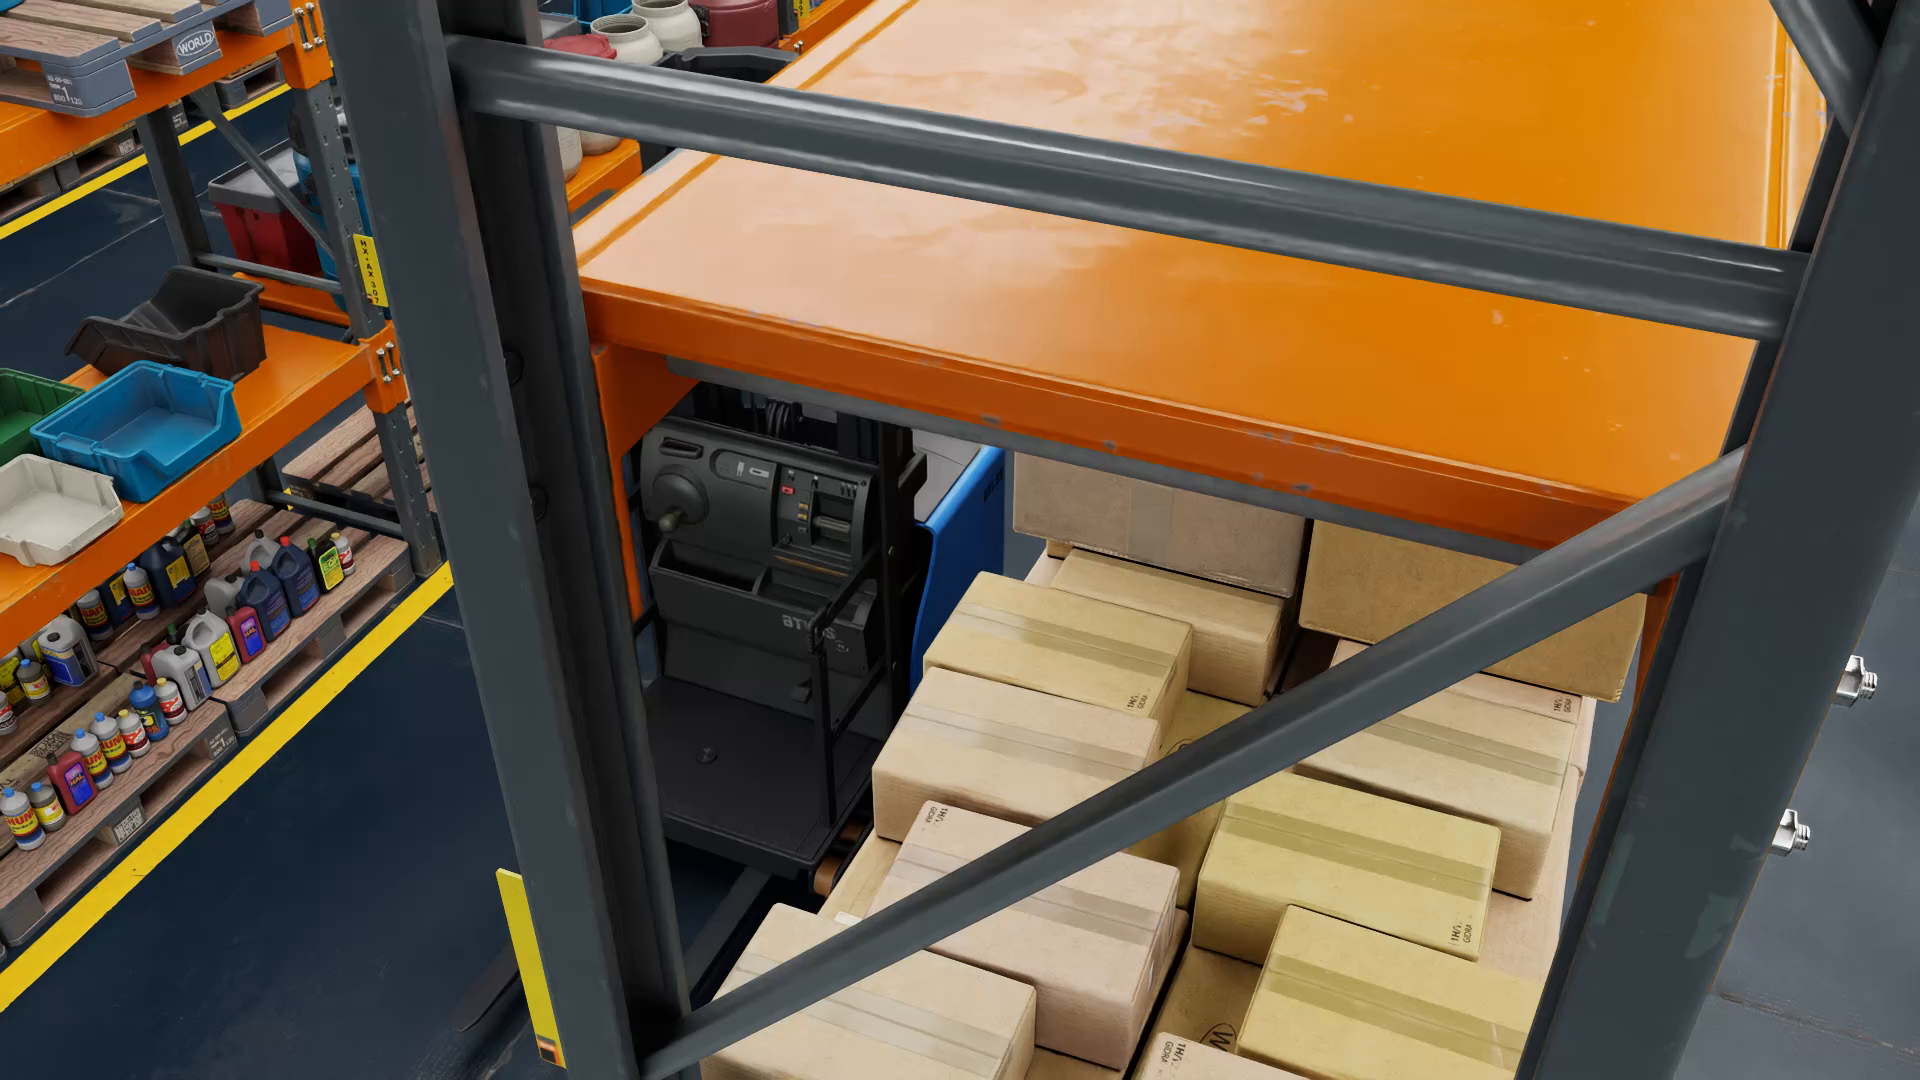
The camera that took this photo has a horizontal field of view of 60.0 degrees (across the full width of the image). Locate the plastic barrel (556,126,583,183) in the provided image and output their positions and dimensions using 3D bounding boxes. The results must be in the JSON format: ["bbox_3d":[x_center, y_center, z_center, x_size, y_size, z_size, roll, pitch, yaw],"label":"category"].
[{"bbox_3d":[-2.152,-2.100,8.440,0.433,0.535,0.433,0,37,0],"label":"plastic barrel"}]

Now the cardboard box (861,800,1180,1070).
[{"bbox_3d":[0.085,0.540,2.308,0.380,0.149,0.250,13,39,16],"label":"cardboard box"}]

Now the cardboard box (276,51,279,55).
[{"bbox_3d":[-5.424,-4.157,13.027,0.500,0.500,0.500,12,39,16],"label":"cardboard box"}]

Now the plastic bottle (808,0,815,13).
[{"bbox_3d":[-1.012,-3.490,10.517,0.152,0.276,0.135,14,39,18],"label":"plastic bottle"}]

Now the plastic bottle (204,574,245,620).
[{"bbox_3d":[-3.196,0.264,7.299,0.152,0.276,0.135,14,39,18],"label":"plastic bottle"}]

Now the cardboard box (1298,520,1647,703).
[{"bbox_3d":[0.875,-0.138,2.674,0.500,0.500,0.500,14,39,18],"label":"cardboard box"}]

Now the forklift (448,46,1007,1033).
[{"bbox_3d":[-0.838,-0.090,5.923,1.130,2.935,3.031,15,39,19],"label":"forklift"}]

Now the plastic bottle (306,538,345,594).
[{"bbox_3d":[-2.876,0.094,7.520,0.061,0.283,0.133,16,40,20],"label":"plastic bottle"}]

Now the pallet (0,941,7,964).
[{"bbox_3d":[-4.220,1.671,5.838,1.003,0.211,1.213,14,39,18],"label":"pallet"}]

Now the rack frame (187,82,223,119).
[{"bbox_3d":[-6.055,-4.504,11.771,1.000,3.000,0.127,14,39,18],"label":"rack frame"}]

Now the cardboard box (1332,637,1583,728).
[{"bbox_3d":[0.815,0.225,2.730,0.380,0.149,0.250,14,39,18],"label":"cardboard box"}]

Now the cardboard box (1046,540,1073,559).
[{"bbox_3d":[0.380,-0.061,3.113,0.380,0.149,0.250,12,38,15],"label":"cardboard box"}]

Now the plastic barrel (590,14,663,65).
[{"bbox_3d":[-1.830,-2.567,9.086,0.421,0.512,0.421,0,37,0],"label":"plastic barrel"}]

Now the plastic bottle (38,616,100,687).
[{"bbox_3d":[-3.776,0.468,7.026,0.152,0.276,0.135,14,39,18],"label":"plastic bottle"}]

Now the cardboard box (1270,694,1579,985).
[{"bbox_3d":[0.674,0.548,2.632,0.500,0.250,0.500,13,39,17],"label":"cardboard box"}]

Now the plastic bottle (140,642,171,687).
[{"bbox_3d":[-3.336,0.525,6.943,0.061,0.283,0.133,14,39,18],"label":"plastic bottle"}]

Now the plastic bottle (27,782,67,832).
[{"bbox_3d":[-3.502,1.010,6.363,0.097,0.201,0.097,0,37,0],"label":"plastic bottle"}]

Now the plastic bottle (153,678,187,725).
[{"bbox_3d":[-3.257,0.653,6.840,0.097,0.201,0.097,0,37,0],"label":"plastic bottle"}]

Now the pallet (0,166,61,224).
[{"bbox_3d":[-6.870,-2.267,11.107,1.003,0.211,1.213,14,39,18],"label":"pallet"}]

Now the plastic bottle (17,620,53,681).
[{"bbox_3d":[-3.922,0.418,7.031,0.144,0.351,0.185,14,39,17],"label":"plastic bottle"}]

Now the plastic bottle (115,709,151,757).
[{"bbox_3d":[-3.335,0.767,6.688,0.097,0.201,0.097,0,37,0],"label":"plastic bottle"}]

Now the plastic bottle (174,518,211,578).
[{"bbox_3d":[-3.523,0.038,7.595,0.061,0.283,0.133,14,39,18],"label":"plastic bottle"}]

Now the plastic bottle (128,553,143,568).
[{"bbox_3d":[-3.689,0.078,7.485,0.144,0.351,0.185,15,39,19],"label":"plastic bottle"}]

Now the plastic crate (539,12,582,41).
[{"bbox_3d":[-2.374,-2.574,9.135,0.402,0.464,0.583,14,39,18],"label":"plastic crate"}]

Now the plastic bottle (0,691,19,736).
[{"bbox_3d":[-3.930,0.691,6.789,0.097,0.201,0.097,0,37,0],"label":"plastic bottle"}]

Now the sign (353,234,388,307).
[{"bbox_3d":[-2.493,-1.139,7.037,0.100,0.325,0.005,14,39,18],"label":"sign"}]

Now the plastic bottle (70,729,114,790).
[{"bbox_3d":[-3.411,0.850,6.519,0.097,0.271,0.097,0,37,0],"label":"plastic bottle"}]

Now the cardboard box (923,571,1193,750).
[{"bbox_3d":[0.161,0.220,2.737,0.380,0.149,0.250,14,39,18],"label":"cardboard box"}]

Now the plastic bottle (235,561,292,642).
[{"bbox_3d":[-3.049,0.254,7.250,0.144,0.351,0.185,12,38,15],"label":"plastic bottle"}]

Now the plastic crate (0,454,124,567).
[{"bbox_3d":[-3.381,-0.097,6.094,0.530,0.136,0.437,14,39,18],"label":"plastic crate"}]

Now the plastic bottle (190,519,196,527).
[{"bbox_3d":[-3.602,-0.025,7.748,0.097,0.201,0.097,0,37,0],"label":"plastic bottle"}]

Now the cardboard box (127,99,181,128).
[{"bbox_3d":[-6.030,-3.224,12.004,0.500,0.250,0.500,15,39,19],"label":"cardboard box"}]

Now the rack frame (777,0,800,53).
[{"bbox_3d":[-1.476,-3.374,10.258,1.000,3.000,0.127,14,39,18],"label":"rack frame"}]

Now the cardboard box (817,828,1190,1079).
[{"bbox_3d":[0.009,0.718,2.404,0.500,0.250,0.500,15,39,19],"label":"cardboard box"}]

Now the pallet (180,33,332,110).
[{"bbox_3d":[-5.736,-3.792,13.147,1.003,0.211,1.213,14,39,18],"label":"pallet"}]

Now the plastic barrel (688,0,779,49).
[{"bbox_3d":[-1.372,-3.102,9.781,0.600,0.536,0.708,14,39,18],"label":"plastic barrel"}]

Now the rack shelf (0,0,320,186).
[{"bbox_3d":[-3.759,-0.965,5.131,1.077,0.370,4.000,14,39,18],"label":"rack shelf"}]

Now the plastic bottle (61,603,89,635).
[{"bbox_3d":[-3.862,0.291,7.256,0.061,0.283,0.133,16,40,20],"label":"plastic bottle"}]

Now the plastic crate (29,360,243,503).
[{"bbox_3d":[-3.168,-0.425,6.437,0.499,0.251,0.616,14,39,18],"label":"plastic crate"}]

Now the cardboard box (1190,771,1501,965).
[{"bbox_3d":[0.550,0.494,2.371,0.380,0.149,0.250,13,39,17],"label":"cardboard box"}]

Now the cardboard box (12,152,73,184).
[{"bbox_3d":[-6.417,-2.660,11.250,0.500,0.250,0.500,15,39,19],"label":"cardboard box"}]

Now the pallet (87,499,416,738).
[{"bbox_3d":[-3.292,0.320,7.645,1.003,0.211,1.213,14,39,18],"label":"pallet"}]

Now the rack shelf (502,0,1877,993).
[{"bbox_3d":[0.822,-1.037,2.725,1.077,0.370,4.000,14,39,18],"label":"rack shelf"}]

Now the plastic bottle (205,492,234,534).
[{"bbox_3d":[-3.524,-0.166,7.878,0.097,0.271,0.097,0,37,0],"label":"plastic bottle"}]

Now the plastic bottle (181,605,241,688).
[{"bbox_3d":[-3.172,0.433,7.010,0.144,0.351,0.185,14,39,17],"label":"plastic bottle"}]

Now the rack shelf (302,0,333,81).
[{"bbox_3d":[-2.237,-3.180,8.094,1.077,0.370,4.000,14,39,18],"label":"rack shelf"}]

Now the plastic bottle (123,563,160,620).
[{"bbox_3d":[-3.632,0.218,7.365,0.097,0.271,0.097,0,37,0],"label":"plastic bottle"}]

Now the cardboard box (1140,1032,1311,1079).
[{"bbox_3d":[0.379,0.783,1.984,0.380,0.149,0.250,14,39,17],"label":"cardboard box"}]

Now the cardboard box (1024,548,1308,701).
[{"bbox_3d":[0.399,0.159,3.152,0.500,0.250,0.500,15,39,19],"label":"cardboard box"}]

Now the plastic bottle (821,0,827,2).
[{"bbox_3d":[-0.906,-3.572,10.689,0.097,0.201,0.097,0,37,0],"label":"plastic bottle"}]
